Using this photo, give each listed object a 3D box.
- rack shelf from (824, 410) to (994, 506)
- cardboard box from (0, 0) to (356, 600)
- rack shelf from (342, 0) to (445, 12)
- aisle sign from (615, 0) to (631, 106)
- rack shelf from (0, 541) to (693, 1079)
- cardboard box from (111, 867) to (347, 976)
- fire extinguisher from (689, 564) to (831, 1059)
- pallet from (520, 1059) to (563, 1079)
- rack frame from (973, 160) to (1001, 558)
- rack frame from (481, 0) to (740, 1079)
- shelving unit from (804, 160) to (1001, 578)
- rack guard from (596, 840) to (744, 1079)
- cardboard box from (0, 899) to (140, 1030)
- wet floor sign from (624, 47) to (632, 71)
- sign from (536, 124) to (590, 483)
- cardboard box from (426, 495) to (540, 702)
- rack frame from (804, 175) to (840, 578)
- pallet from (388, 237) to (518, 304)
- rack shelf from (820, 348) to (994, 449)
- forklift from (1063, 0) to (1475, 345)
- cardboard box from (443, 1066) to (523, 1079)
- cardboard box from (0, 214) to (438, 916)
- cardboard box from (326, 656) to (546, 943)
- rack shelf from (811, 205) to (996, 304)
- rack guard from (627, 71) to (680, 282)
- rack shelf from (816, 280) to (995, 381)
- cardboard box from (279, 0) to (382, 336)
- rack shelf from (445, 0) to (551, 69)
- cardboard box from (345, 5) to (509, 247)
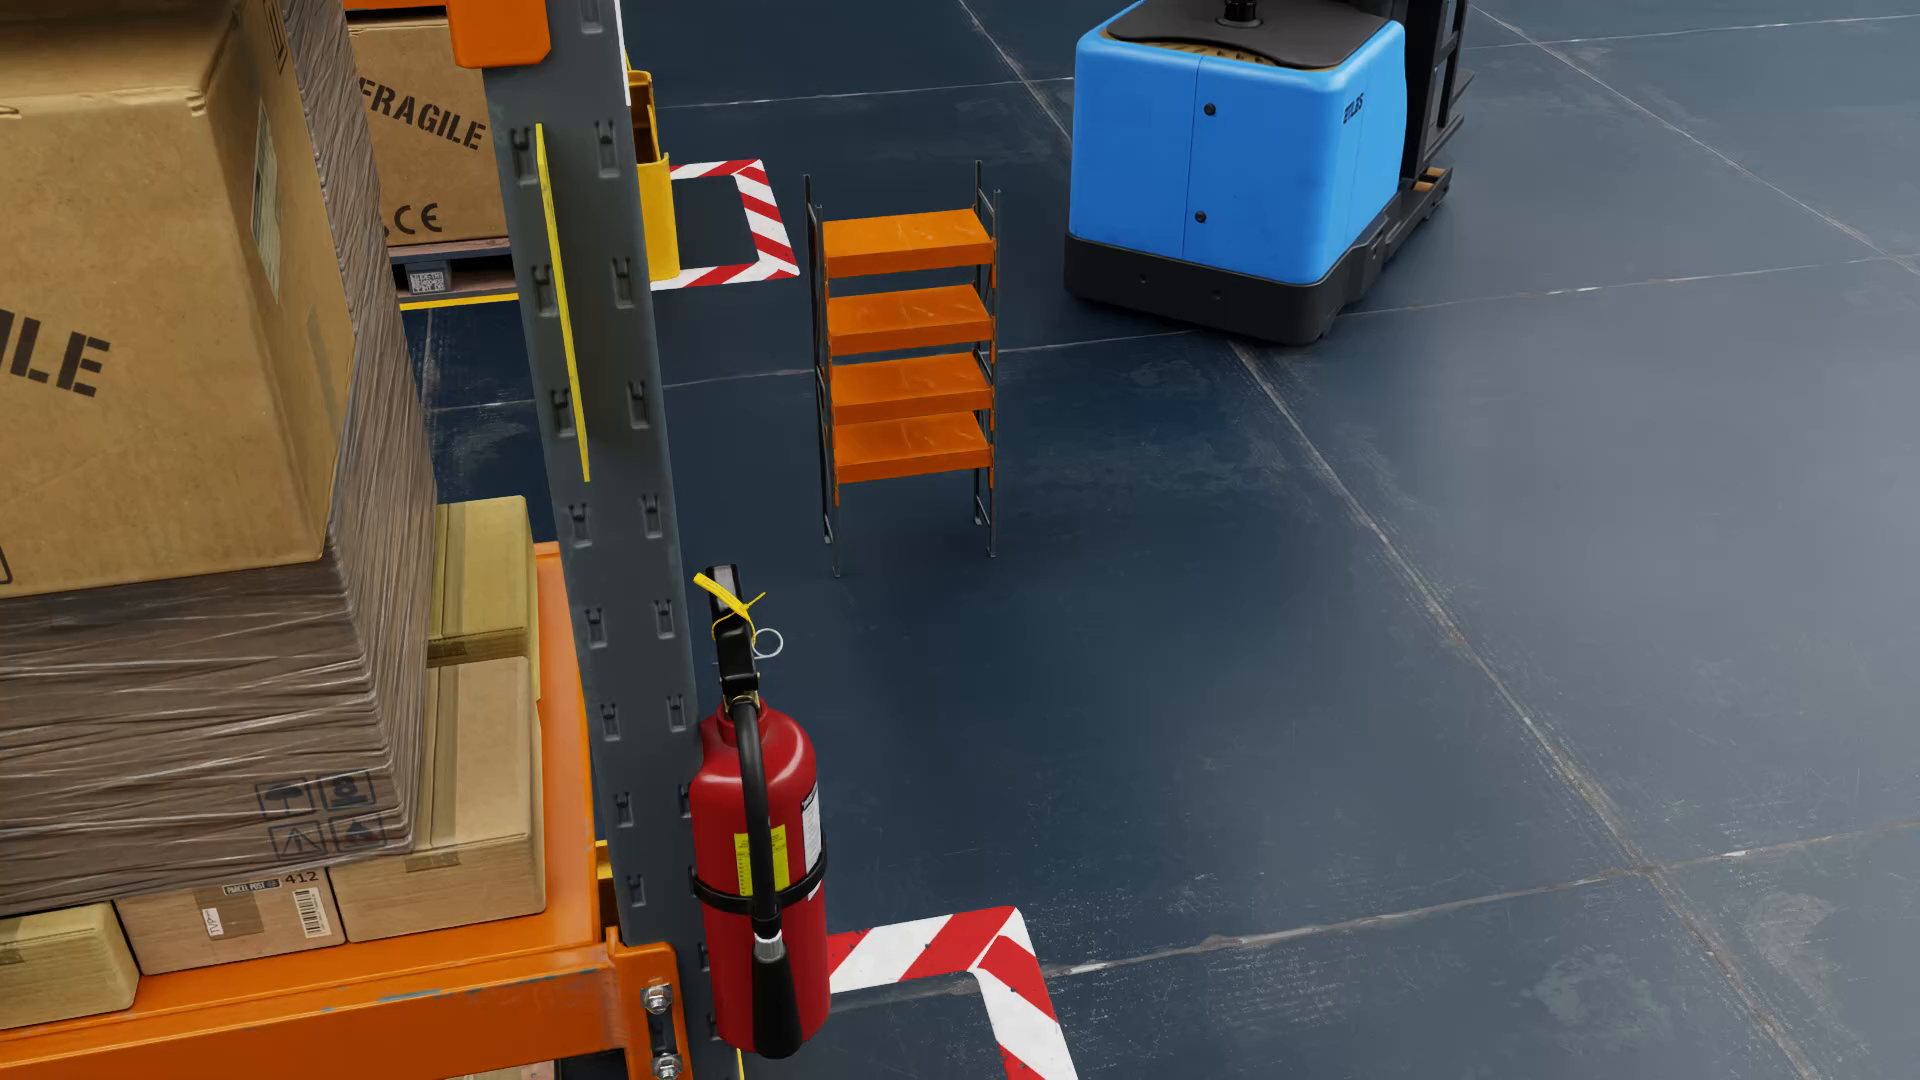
[{"bbox_3d":[-0.161,-0.257,5.033,0.480,0.148,0.258,-7,35,-11],"label":"rack shelf"},{"bbox_3d":[-0.956,-0.287,1.731,0.500,0.500,0.500,-7,35,-11],"label":"cardboard box"},{"bbox_3d":[-3.420,-2.072,6.291,4.000,0.370,1.077,-7,35,-11],"label":"rack shelf"},{"bbox_3d":[-0.347,-0.832,1.466,0.004,0.787,0.394,-7,35,-11],"label":"aisle sign"},{"bbox_3d":[-2.425,0.636,2.256,4.000,0.370,1.077,-7,35,-11],"label":"rack shelf"},{"bbox_3d":[-0.950,0.373,2.227,0.250,0.149,0.380,-7,35,-11],"label":"cardboard box"},{"bbox_3d":[-0.261,0.360,2.091,0.183,0.674,0.296,-7,35,-11],"label":"fire extinguisher"},{"bbox_3d":[-1.348,1.339,3.065,1.213,0.211,1.003,-7,35,-11],"label":"pallet"},{"bbox_3d":[0.077,-0.508,4.930,0.015,1.200,0.240,-7,35,-11],"label":"rack frame"},{"bbox_3d":[-0.474,0.092,2.422,0.127,3.000,1.000,-7,35,-11],"label":"rack frame"},{"bbox_3d":[-0.161,-0.478,4.885,0.503,1.200,0.258,-7,35,-11],"label":"shelving unit"},{"bbox_3d":[-0.548,1.139,3.104,0.348,0.500,1.175,-7,35,-11],"label":"rack guard"},{"bbox_3d":[-1.183,0.432,2.139,0.250,0.149,0.380,-7,35,-11],"label":"cardboard box"},{"bbox_3d":[-1.878,-2.719,8.722,0.232,0.644,0.267,-13,36,-19],"label":"wet floor sign"},{"bbox_3d":[-0.371,-0.216,1.558,0.005,0.325,0.100,-7,35,-11],"label":"sign"},{"bbox_3d":[-0.805,0.101,2.633,0.250,0.149,0.380,-7,35,-11],"label":"cardboard box"},{"bbox_3d":[-0.399,-0.448,4.841,0.015,1.200,0.240,-7,35,-11],"label":"rack frame"},{"bbox_3d":[-2.232,-1.318,7.024,1.213,0.211,1.003,-7,35,-11],"label":"pallet"},{"bbox_3d":[-0.161,-0.422,4.923,0.480,0.148,0.258,-7,35,-11],"label":"rack shelf"},{"bbox_3d":[1.562,-2.745,6.710,1.130,2.935,3.031,17,37,24],"label":"forklift"},{"bbox_3d":[-1.087,1.023,2.900,0.500,0.500,0.500,-1,34,-2],"label":"cardboard box"},{"bbox_3d":[-1.016,-0.021,2.232,0.500,0.500,0.875,-7,35,-11],"label":"cardboard box"},{"bbox_3d":[-0.706,0.343,2.272,0.250,0.149,0.380,-7,35,-11],"label":"cardboard box"},{"bbox_3d":[-0.161,-0.804,4.666,0.480,0.148,0.258,-7,35,-11],"label":"rack shelf"},{"bbox_3d":[-1.446,-1.582,7.158,0.348,0.500,1.175,-7,35,-11],"label":"rack guard"},{"bbox_3d":[-0.161,-0.608,4.798,0.480,0.148,0.258,-7,35,-11],"label":"rack shelf"},{"bbox_3d":[-1.070,-0.569,2.152,0.500,0.500,0.500,-7,35,-11],"label":"cardboard box"},{"bbox_3d":[-2.425,-0.609,1.420,4.000,0.370,1.077,-7,35,-11],"label":"rack shelf"},{"bbox_3d":[-2.116,-1.789,6.755,0.875,0.875,0.875,-7,34,-10],"label":"cardboard box"}]
